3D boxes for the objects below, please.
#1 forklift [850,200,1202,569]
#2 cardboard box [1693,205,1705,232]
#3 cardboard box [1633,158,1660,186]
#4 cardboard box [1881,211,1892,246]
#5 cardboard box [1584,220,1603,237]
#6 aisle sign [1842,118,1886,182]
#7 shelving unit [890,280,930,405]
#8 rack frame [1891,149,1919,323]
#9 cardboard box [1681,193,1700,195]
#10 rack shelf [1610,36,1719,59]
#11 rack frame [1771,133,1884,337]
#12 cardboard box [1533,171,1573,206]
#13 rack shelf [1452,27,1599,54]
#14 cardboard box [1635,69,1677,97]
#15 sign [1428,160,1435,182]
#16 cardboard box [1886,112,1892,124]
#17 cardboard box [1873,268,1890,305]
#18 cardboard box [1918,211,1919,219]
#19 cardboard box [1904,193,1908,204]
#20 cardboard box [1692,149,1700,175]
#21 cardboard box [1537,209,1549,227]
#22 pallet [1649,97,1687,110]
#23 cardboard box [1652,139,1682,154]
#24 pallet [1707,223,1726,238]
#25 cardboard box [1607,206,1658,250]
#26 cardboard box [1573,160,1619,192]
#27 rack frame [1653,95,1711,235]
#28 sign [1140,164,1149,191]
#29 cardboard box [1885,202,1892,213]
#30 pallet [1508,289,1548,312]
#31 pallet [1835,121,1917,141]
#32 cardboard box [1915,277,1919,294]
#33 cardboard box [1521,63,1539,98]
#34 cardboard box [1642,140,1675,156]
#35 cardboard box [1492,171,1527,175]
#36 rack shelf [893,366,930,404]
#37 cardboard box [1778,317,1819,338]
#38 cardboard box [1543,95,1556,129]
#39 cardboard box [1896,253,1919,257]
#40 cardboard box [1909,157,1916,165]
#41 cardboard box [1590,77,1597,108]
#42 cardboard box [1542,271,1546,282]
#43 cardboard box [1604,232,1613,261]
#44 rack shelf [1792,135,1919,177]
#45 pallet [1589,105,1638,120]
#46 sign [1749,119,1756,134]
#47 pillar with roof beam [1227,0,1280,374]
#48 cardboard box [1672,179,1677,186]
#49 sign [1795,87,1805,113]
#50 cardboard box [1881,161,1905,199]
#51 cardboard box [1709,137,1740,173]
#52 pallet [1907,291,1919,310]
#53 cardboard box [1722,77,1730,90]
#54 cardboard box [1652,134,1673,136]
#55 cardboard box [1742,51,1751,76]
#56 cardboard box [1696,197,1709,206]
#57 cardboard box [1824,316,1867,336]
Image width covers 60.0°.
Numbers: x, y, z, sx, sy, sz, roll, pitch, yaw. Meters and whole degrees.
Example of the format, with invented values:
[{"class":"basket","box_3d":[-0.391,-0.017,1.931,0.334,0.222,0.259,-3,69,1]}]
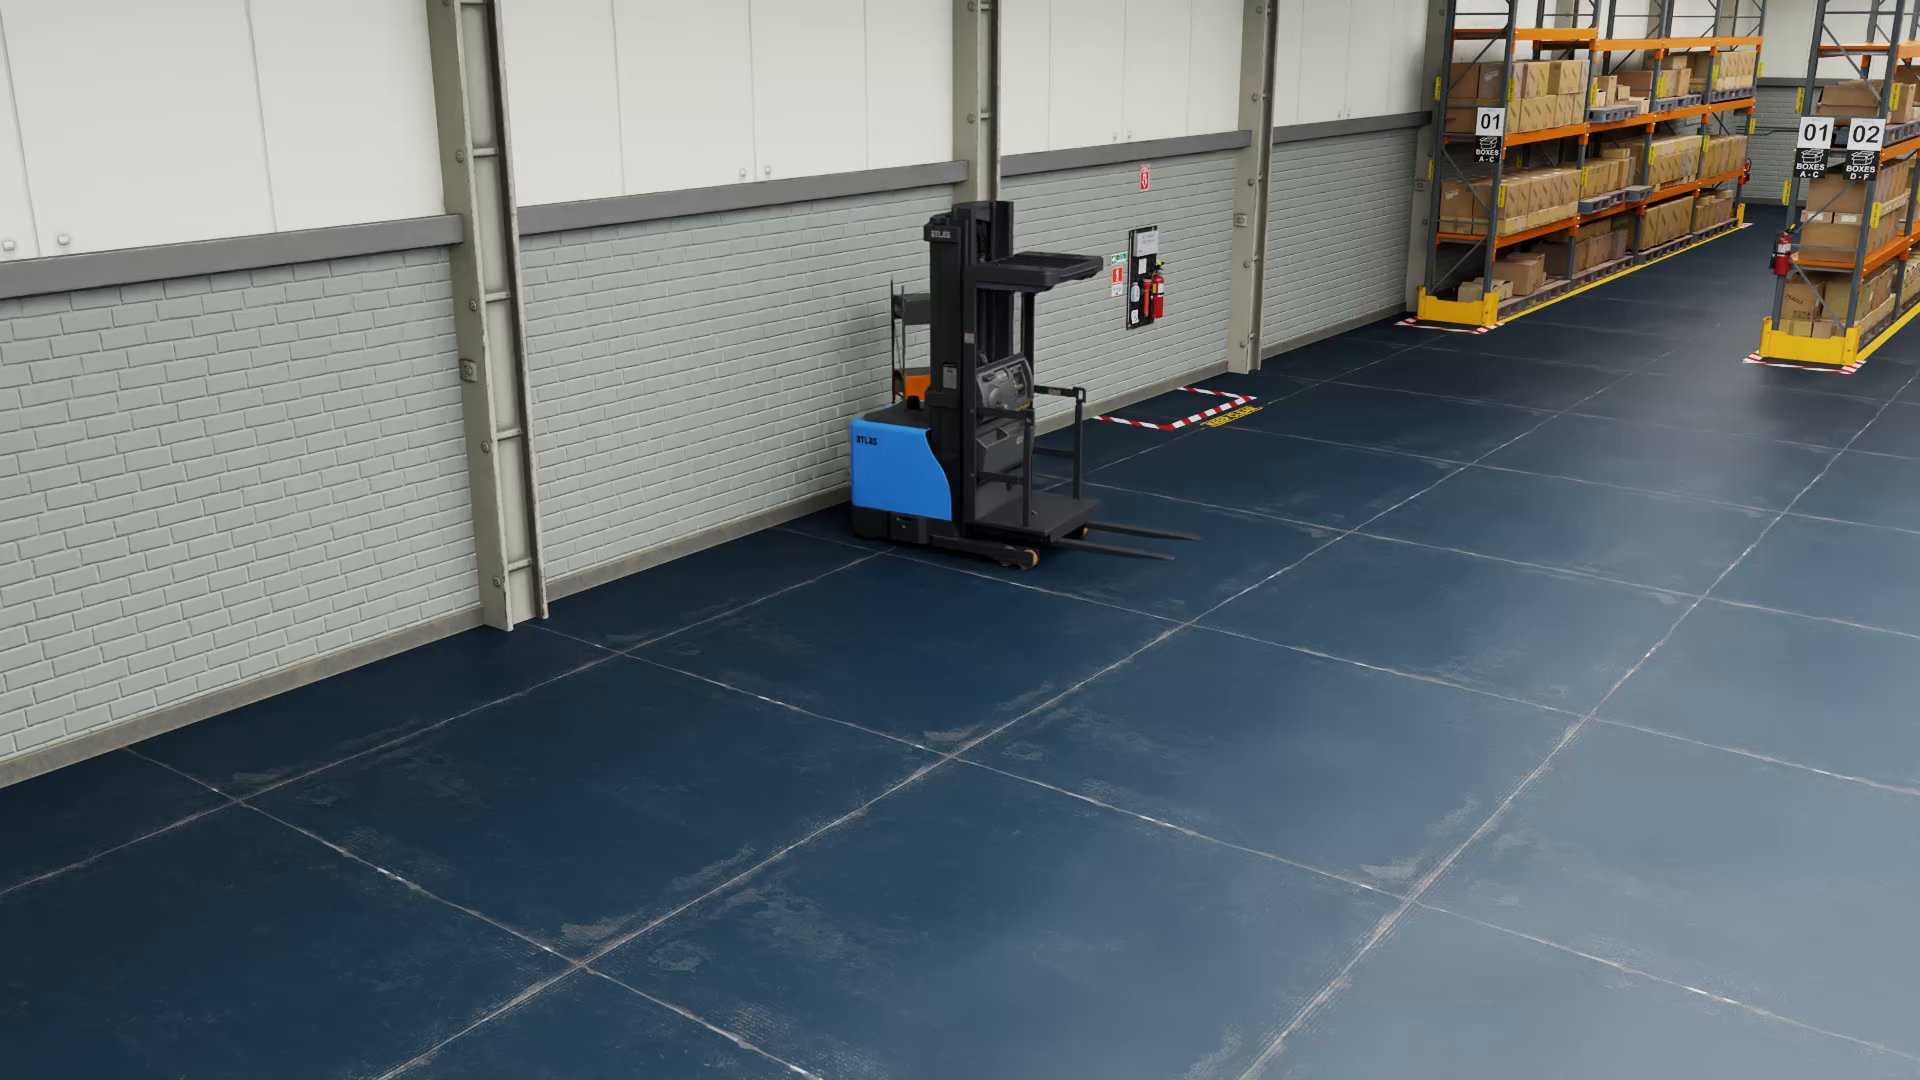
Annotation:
[{"class":"forklift","box_3d":[0.563,-1.334,14.097,3.031,2.935,1.130,9,20,28]},{"class":"cardboard box","box_3d":[15.269,-6.811,35.125,0.700,0.500,0.500,13,21,35]},{"class":"cardboard box","box_3d":[12.852,-6.961,31.398,0.500,0.500,0.500,13,22,36]},{"class":"cardboard box","box_3d":[13.084,-4.559,24.200,0.700,0.500,0.500,13,21,35]},{"class":"cardboard box","box_3d":[11.278,-5.637,30.047,0.500,0.250,0.500,12,21,34]},{"class":"aisle sign","box_3d":[11.778,-5.083,21.671,0.394,0.787,0.004,12,21,35]},{"class":"shelving unit","box_3d":[-0.341,-1.383,15.652,0.503,2.100,0.431,-6,18,-17]},{"class":"rack frame","box_3d":[13.955,-4.864,25.349,1.000,3.000,0.127,12,21,35]},{"class":"cardboard box","box_3d":[15.796,-7.432,36.030,0.380,0.149,0.250,12,21,34]},{"class":"rack shelf","box_3d":[13.549,-9.498,32.043,1.077,0.370,4.000,12,21,35]},{"class":"rack frame","box_3d":[11.571,-3.911,22.281,1.000,3.000,0.127,12,21,35]},{"class":"cardboard box","box_3d":[9.648,-5.747,27.149,0.500,0.500,0.500,12,21,34]},{"class":"rack shelf","box_3d":[8.783,-7.782,25.849,1.077,0.370,4.000,12,21,35]},{"class":"cardboard box","box_3d":[13.499,-8.892,32.352,0.700,0.500,0.500,12,21,35]},{"class":"sign","box_3d":[7.157,-5.593,25.210,0.100,0.325,0.005,12,21,35]},{"class":"cardboard box","box_3d":[12.414,-5.740,22.593,0.380,0.149,0.250,12,21,35]},{"class":"cardboard box","box_3d":[13.252,-3.724,24.341,0.500,0.500,0.500,12,21,35]},{"class":"cardboard box","box_3d":[15.623,-5.383,27.444,0.380,0.149,0.250,14,22,39]},{"class":"cardboard box","box_3d":[13.965,-5.119,24.908,0.380,0.149,0.250,12,21,35]},{"class":"cardboard box","box_3d":[14.668,-7.689,33.742,0.500,0.500,0.500,12,21,34]},{"class":"cardboard box","box_3d":[9.046,-5.150,26.490,0.500,0.250,0.500,13,21,35]},{"class":"pallet","box_3d":[13.362,-8.463,32.200,1.003,0.211,1.213,14,22,37]},{"class":"cardboard box","box_3d":[13.749,-7.682,32.455,0.500,0.250,0.500,12,21,34]},{"class":"pallet","box_3d":[15.983,-6.771,36.193,1.003,0.211,1.213,12,21,35]},{"class":"cardboard box","box_3d":[12.901,-6.017,31.979,0.750,0.750,0.750,12,21,34]},{"class":"cardboard box","box_3d":[11.361,-6.535,29.819,0.700,0.500,0.500,12,21,35]},{"class":"rack frame","box_3d":[14.741,-7.644,34.301,1.000,3.000,0.127,12,21,35]},{"class":"sign","box_3d":[2.150,-4.217,19.358,0.001,0.298,0.199,12,21,35]},{"class":"cardboard box","box_3d":[13.051,-4.753,23.729,0.380,0.149,0.250,13,22,36]},{"class":"pallet","box_3d":[8.876,-3.949,27.104,1.003,0.211,1.213,12,21,35]},{"class":"pallet","box_3d":[12.740,-5.757,23.317,1.003,0.211,1.213,12,21,35]},{"class":"cardboard box","box_3d":[15.310,-4.170,27.043,0.500,0.250,0.500,13,21,36]},{"class":"cardboard box","box_3d":[8.355,-6.913,25.000,0.500,0.500,0.500,12,21,34]},{"class":"cardboard box","box_3d":[13.449,-7.559,32.060,0.500,0.250,0.500,13,21,35]},{"class":"cardboard box","box_3d":[8.914,-5.719,27.058,0.500,0.500,0.500,13,22,36]},{"class":"rack shelf","box_3d":[-0.341,-1.369,15.656,0.480,0.518,0.431,-6,18,-17]},{"class":"cardboard box","box_3d":[11.654,-2.979,23.206,0.500,0.250,0.500,12,21,35]},{"class":"cardboard box","box_3d":[8.948,-6.688,25.964,0.500,0.500,0.500,14,22,38]},{"class":"cardboard box","box_3d":[15.616,-4.559,27.350,0.500,0.311,0.500,12,21,34]},{"class":"cardboard box","box_3d":[17.901,-6.770,30.608,0.500,0.500,0.700,-16,23,-42]},{"class":"cardboard box","box_3d":[10.364,-7.535,28.017,0.500,0.500,0.500,16,24,42]},{"class":"cardboard box","box_3d":[9.679,-4.463,28.093,0.380,0.166,0.250,9,20,28]},{"class":"cardboard box","box_3d":[11.570,-5.425,30.628,0.700,0.500,0.500,12,21,35]},{"class":"rack shelf","box_3d":[12.763,-5.477,23.477,1.077,0.370,4.000,12,21,35]},{"class":"pallet","box_3d":[11.043,-7.457,28.958,1.213,0.211,1.003,12,21,35]},{"class":"sign","box_3d":[17.552,-9.164,36.843,0.100,0.325,0.005,12,21,35]},{"class":"pillar with roof beam","box_3d":[7.196,-5.781,18.185,9.100,9.000,0.400,12,21,35]},{"class":"cardboard box","box_3d":[13.975,-7.108,32.965,0.380,0.149,0.250,12,21,33]},{"class":"sign","box_3d":[11.144,-5.828,22.036,0.100,0.325,0.005,12,21,35]},{"class":"cardboard box","box_3d":[13.395,-5.304,24.410,0.700,0.500,0.500,12,21,35]},{"class":"cardboard box","box_3d":[16.404,-8.441,36.363,0.980,0.700,0.700,12,21,34]},{"class":"pallet","box_3d":[15.089,-4.007,27.290,1.003,0.211,1.213,12,21,35]},{"class":"cardboard box","box_3d":[15.679,-9.490,34.564,0.500,0.250,0.500,12,21,34]},{"class":"cardboard box","box_3d":[14.258,-8.138,33.923,0.500,0.250,0.500,13,22,36]},{"class":"cardboard box","box_3d":[16.600,-10.224,35.664,0.500,0.500,0.500,13,22,36]},{"class":"cardboard box","box_3d":[15.619,-7.170,35.187,0.380,0.149,0.250,13,22,37]},{"class":"cardboard box","box_3d":[12.365,-3.007,23.297,0.500,0.250,0.500,12,21,35]}]
